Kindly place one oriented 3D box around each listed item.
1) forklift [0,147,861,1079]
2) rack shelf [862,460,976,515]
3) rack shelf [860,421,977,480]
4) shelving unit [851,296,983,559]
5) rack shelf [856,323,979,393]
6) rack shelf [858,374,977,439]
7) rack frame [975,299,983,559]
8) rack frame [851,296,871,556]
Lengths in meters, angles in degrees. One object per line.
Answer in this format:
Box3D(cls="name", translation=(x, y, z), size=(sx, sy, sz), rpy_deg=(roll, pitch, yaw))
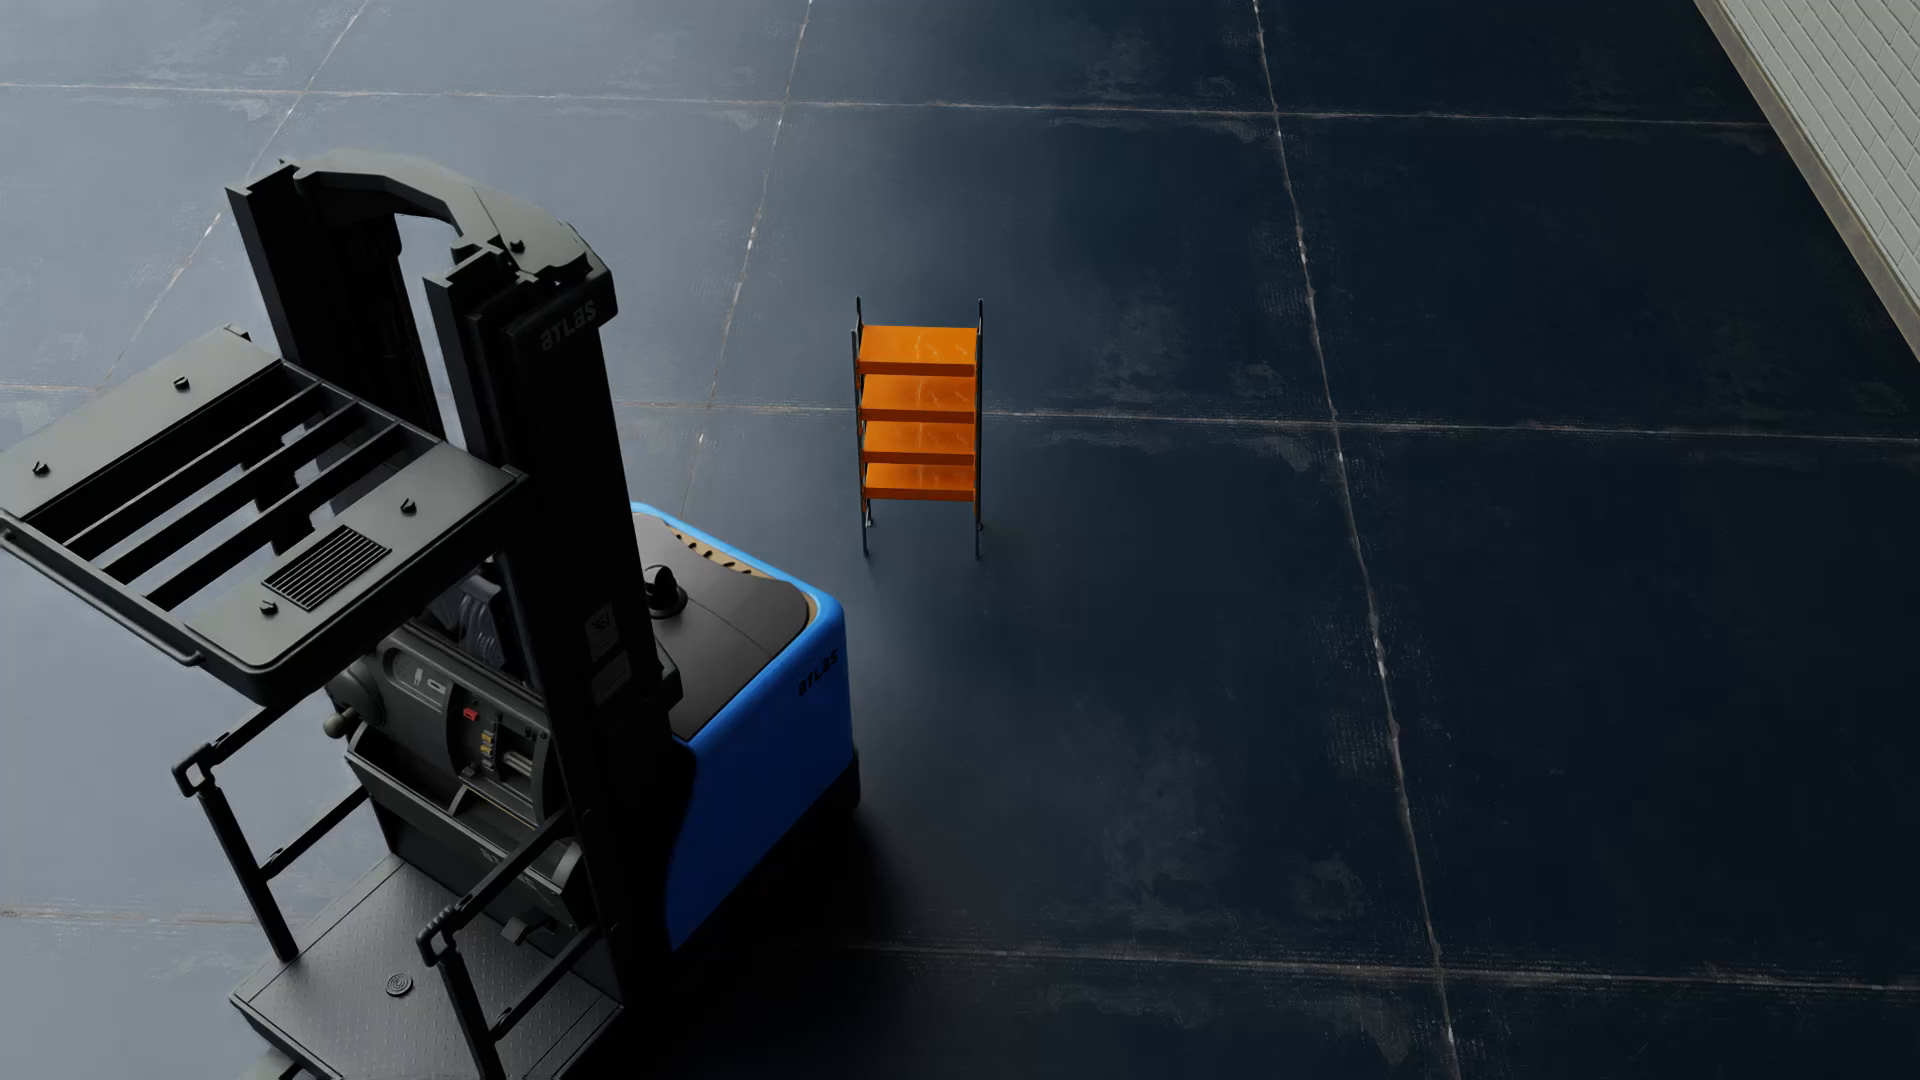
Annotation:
Box3D(cls="forklift", translation=(-1.614, 0.568, 4.576), size=(1.130, 2.935, 3.031), rpy_deg=(25, 48, 24))
Box3D(cls="rack shelf", translation=(-0.165, -0.250, 7.113), size=(0.480, 0.148, 0.258), rpy_deg=(2, 43, 2))
Box3D(cls="rack shelf", translation=(-0.165, -0.395, 6.978), size=(0.480, 0.148, 0.258), rpy_deg=(2, 43, 2))
Box3D(cls="shelving unit", translation=(-0.165, -0.444, 6.932), size=(0.503, 1.200, 0.258), rpy_deg=(2, 43, 2))
Box3D(cls="rack shelf", translation=(-0.165, -0.732, 6.664), size=(0.480, 0.148, 0.258), rpy_deg=(2, 43, 2))
Box3D(cls="rack shelf", translation=(-0.165, -0.559, 6.825), size=(0.480, 0.148, 0.258), rpy_deg=(2, 43, 2))
Box3D(cls="rack frame", translation=(0.078, -0.437, 6.924), size=(0.015, 1.200, 0.240), rpy_deg=(2, 43, 2))
Box3D(cls="rack frame", translation=(-0.409, -0.452, 6.940), size=(0.015, 1.200, 0.240), rpy_deg=(2, 43, 2))
